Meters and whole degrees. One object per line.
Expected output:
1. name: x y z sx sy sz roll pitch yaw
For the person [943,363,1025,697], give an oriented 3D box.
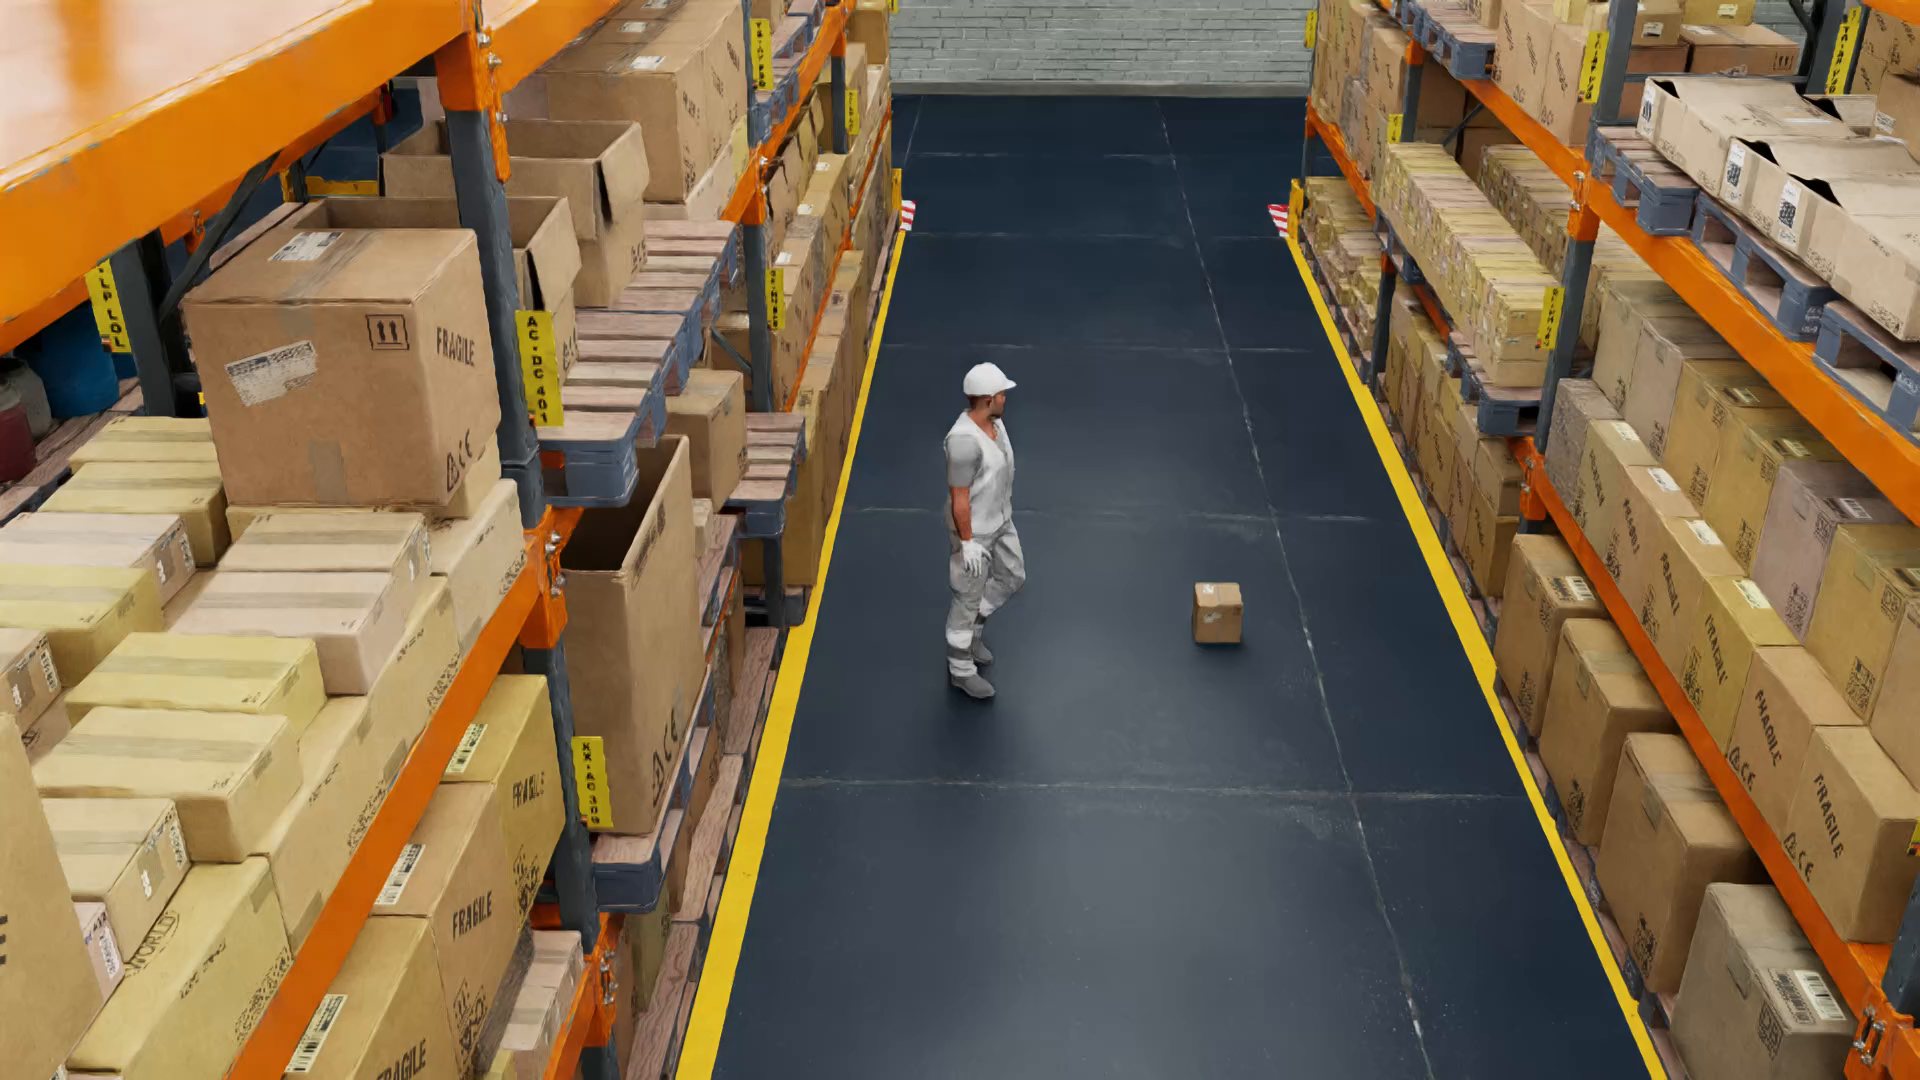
1. person: 0.079 -0.068 8.693 0.430 1.789 0.594 13 30 23
